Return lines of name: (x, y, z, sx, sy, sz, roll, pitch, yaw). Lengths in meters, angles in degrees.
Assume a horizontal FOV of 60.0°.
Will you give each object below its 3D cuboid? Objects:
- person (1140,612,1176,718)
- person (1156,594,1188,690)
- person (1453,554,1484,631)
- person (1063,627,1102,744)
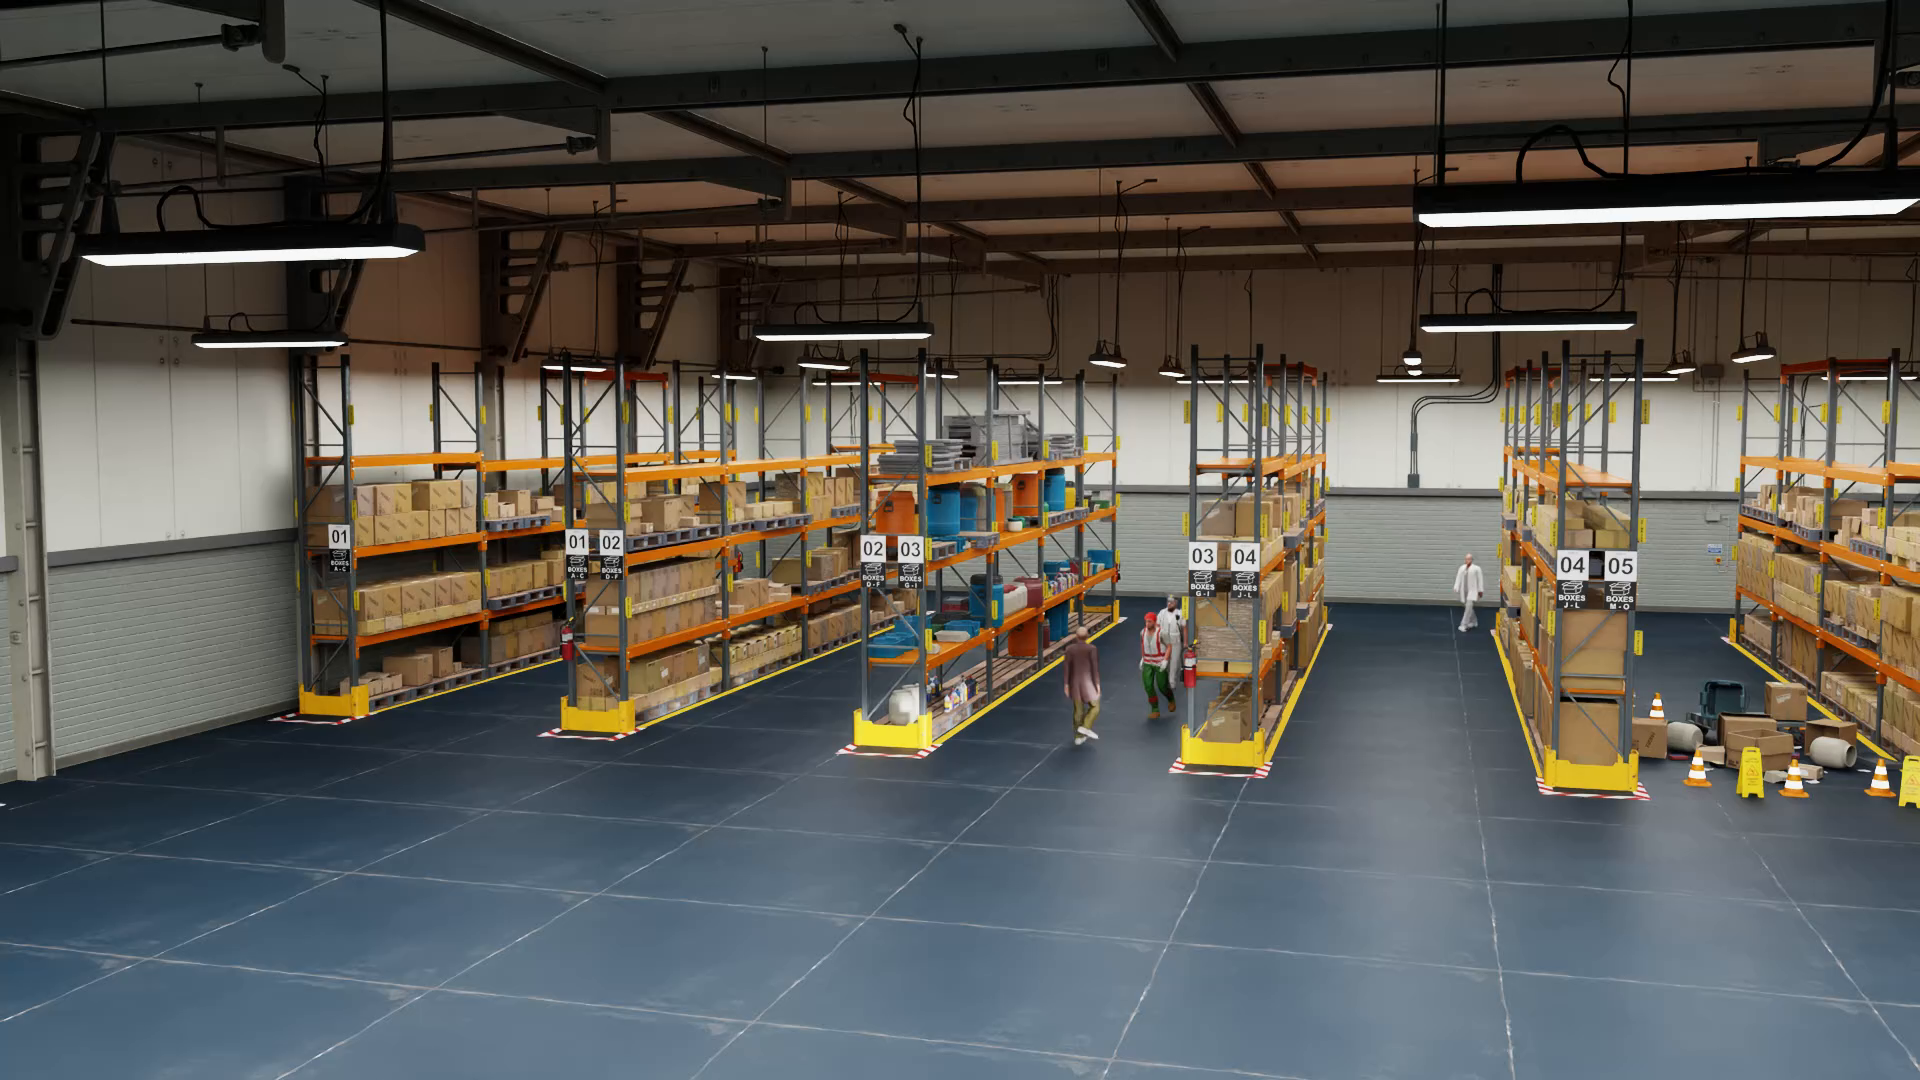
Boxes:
person: (3.286, 2.055, 27.678, 0.606, 1.757, 0.740, 3, 5, 31)
person: (3.859, 1.846, 30.504, 0.633, 1.715, 1.099, 1, 4, 13)
person: (11.832, 1.206, 38.816, 1.011, 1.738, 0.605, -4, 6, -42)
person: (1.851, 2.212, 25.339, 0.617, 1.771, 0.571, 2, 5, 27)
